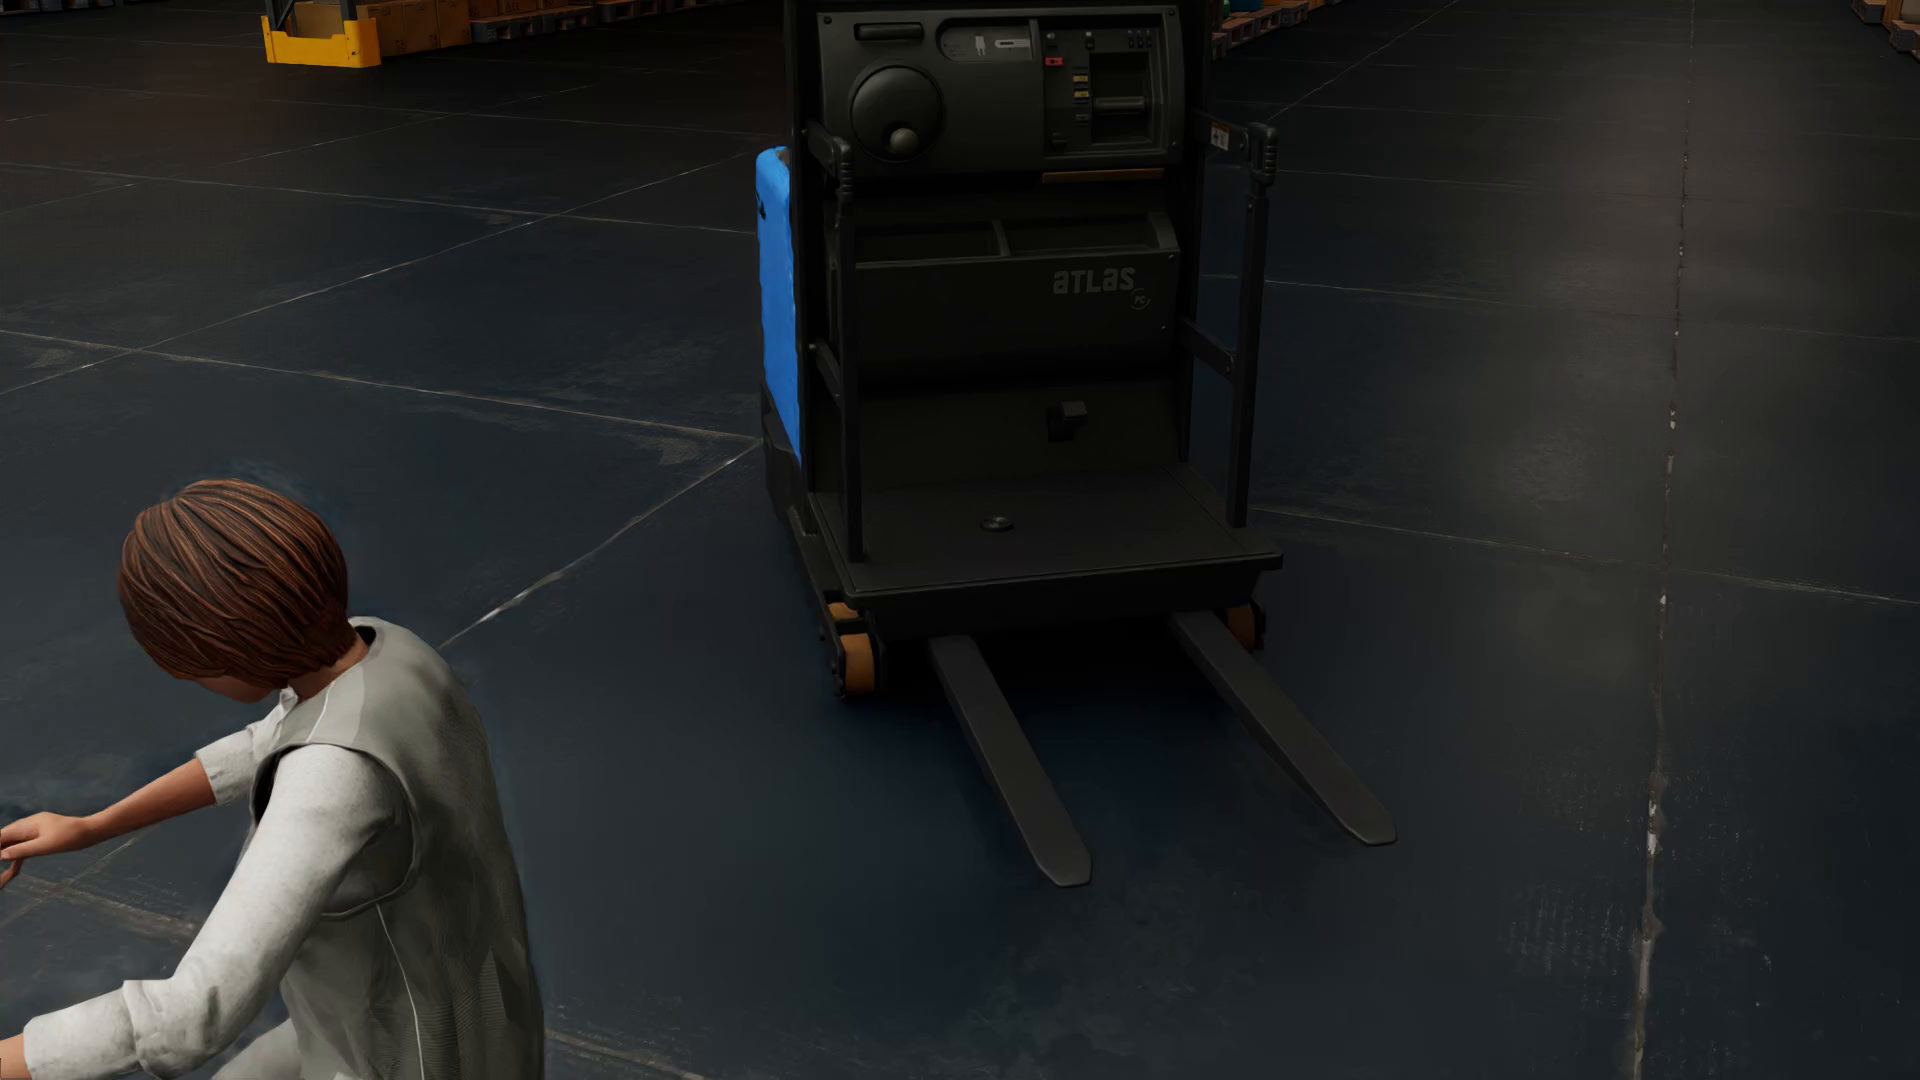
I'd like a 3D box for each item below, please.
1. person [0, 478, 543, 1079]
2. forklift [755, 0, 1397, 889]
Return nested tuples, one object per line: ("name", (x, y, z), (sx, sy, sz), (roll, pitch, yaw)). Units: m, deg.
("person", (-0.789, 0.597, 1.876), (0.618, 1.379, 0.997), (-4, 23, -9))
("forklift", (0.162, -1.116, 3.963), (1.130, 2.935, 3.031), (-5, 23, -12))
